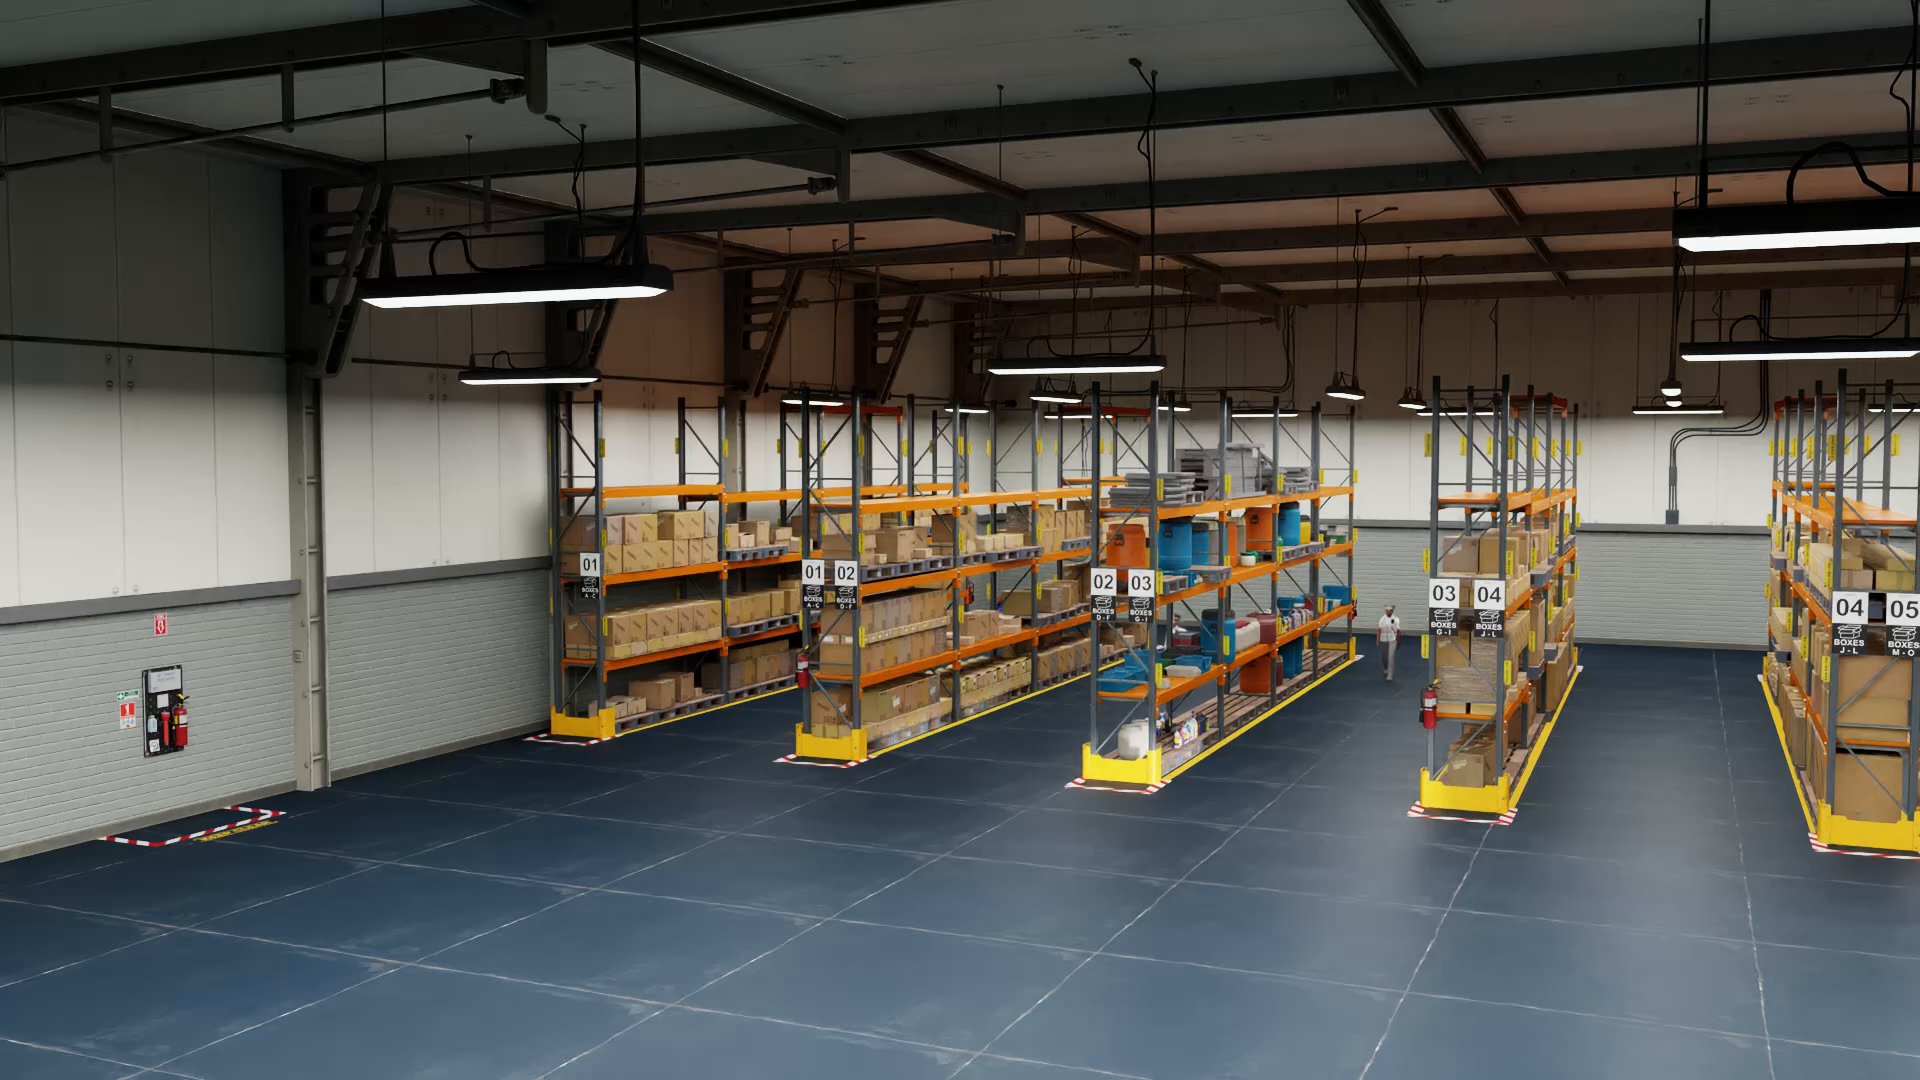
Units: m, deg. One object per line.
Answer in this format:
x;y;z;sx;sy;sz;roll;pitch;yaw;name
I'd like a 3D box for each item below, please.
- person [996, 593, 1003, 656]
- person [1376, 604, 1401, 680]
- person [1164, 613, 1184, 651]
0.938;2.039;38.862;0.493;1.594;1.011;1;3;21;person
9.280;2.178;35.997;0.495;1.620;1.045;1;3;23;person
4.350;2.297;33.822;0.512;1.623;1.042;1;3;24;person
